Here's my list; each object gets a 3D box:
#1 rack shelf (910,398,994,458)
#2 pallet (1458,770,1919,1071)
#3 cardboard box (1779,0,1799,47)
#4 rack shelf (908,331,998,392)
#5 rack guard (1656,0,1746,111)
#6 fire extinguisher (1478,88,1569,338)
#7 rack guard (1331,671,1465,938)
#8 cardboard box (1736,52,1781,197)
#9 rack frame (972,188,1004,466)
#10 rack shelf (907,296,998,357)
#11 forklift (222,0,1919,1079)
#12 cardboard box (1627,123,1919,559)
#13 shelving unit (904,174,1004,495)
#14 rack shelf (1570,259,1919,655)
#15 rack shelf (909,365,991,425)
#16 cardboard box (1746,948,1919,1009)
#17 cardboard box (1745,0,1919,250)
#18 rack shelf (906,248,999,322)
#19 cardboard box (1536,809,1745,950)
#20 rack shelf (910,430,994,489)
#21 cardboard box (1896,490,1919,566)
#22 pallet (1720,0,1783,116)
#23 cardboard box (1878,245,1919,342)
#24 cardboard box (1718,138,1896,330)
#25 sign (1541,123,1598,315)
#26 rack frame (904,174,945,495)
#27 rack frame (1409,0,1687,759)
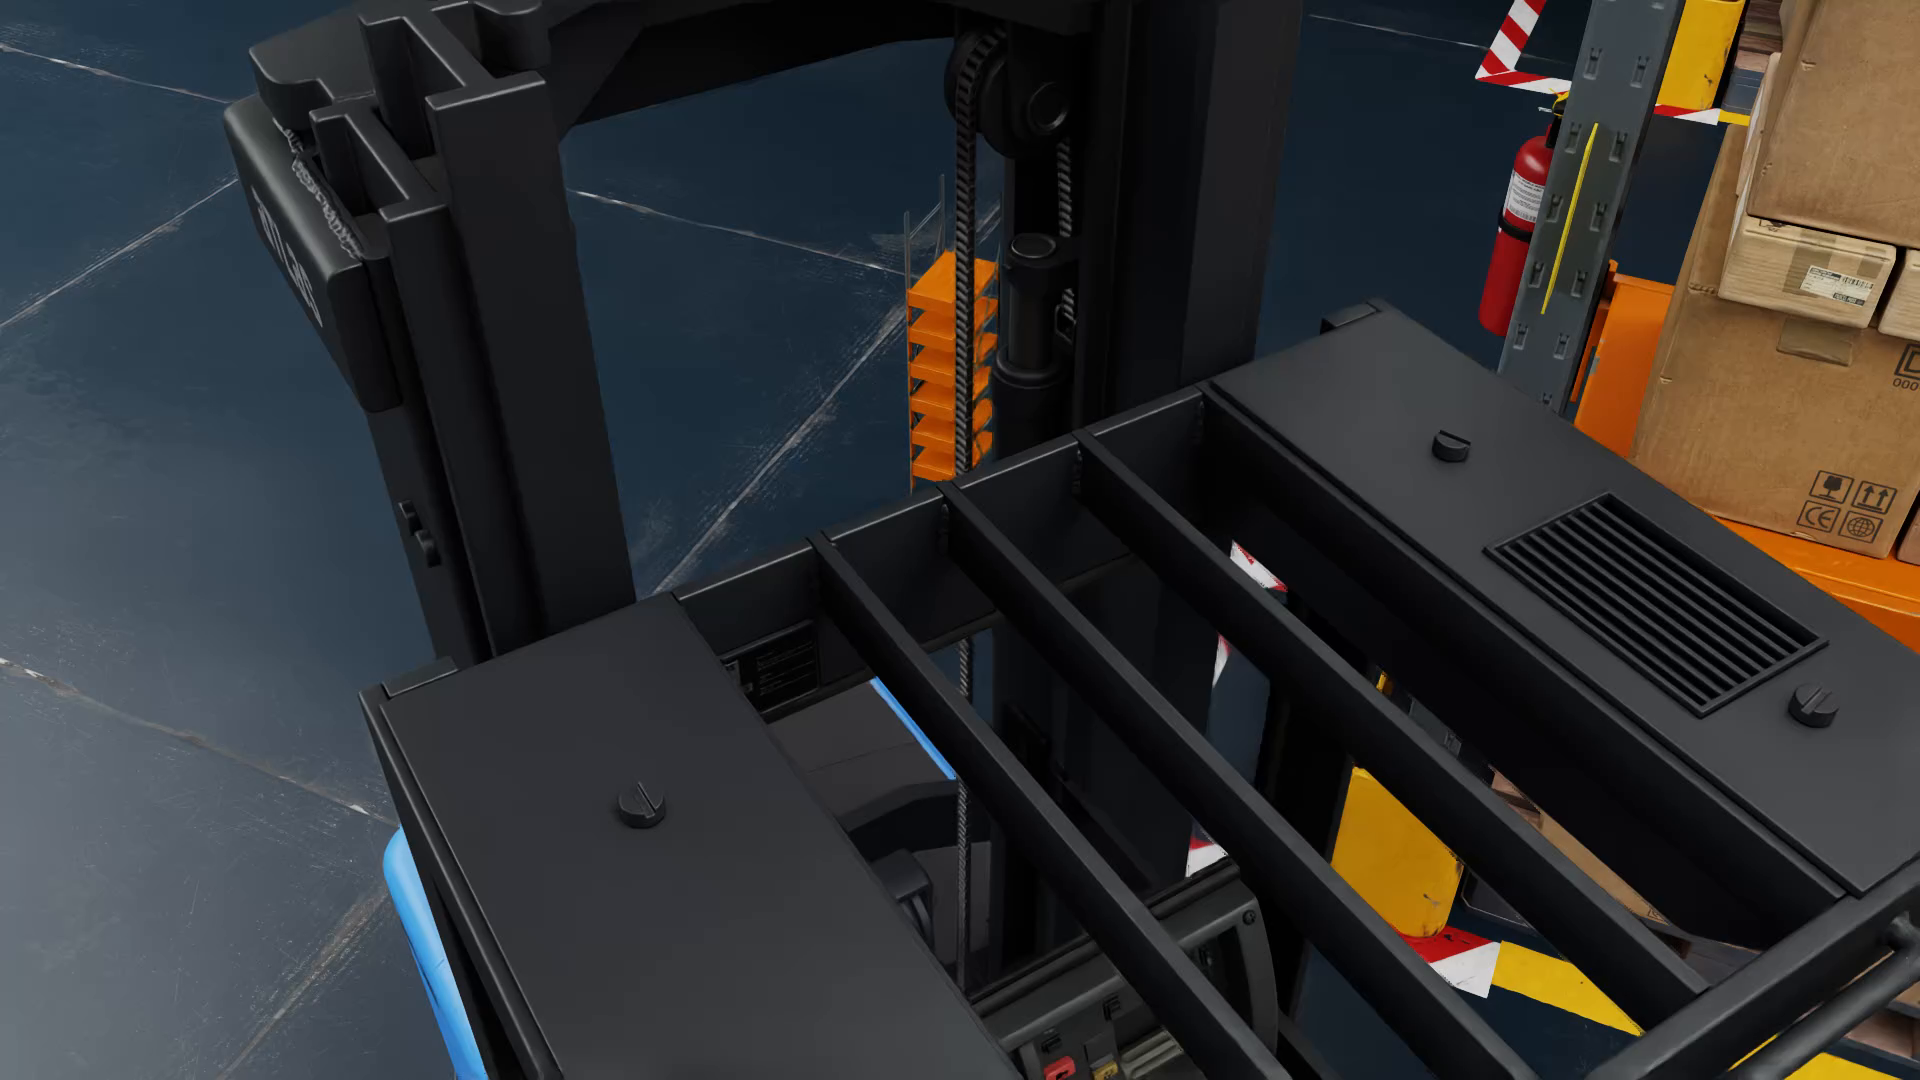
[{"bbox_3d":[-0.013,-0.333,4.969,0.180,0.103,0.258,17,44,19],"label":"rack shelf"},{"bbox_3d":[2.003,0.719,4.259,1.213,0.211,1.003,17,44,19],"label":"pallet"},{"bbox_3d":[3.973,-2.368,7.409,0.500,0.311,0.500,12,42,14],"label":"cardboard box"},{"bbox_3d":[-0.013,-0.514,4.812,0.180,0.103,0.258,17,44,19],"label":"rack shelf"},{"bbox_3d":[3.452,-2.497,7.749,0.348,0.500,1.175,17,44,19],"label":"rack guard"},{"bbox_3d":[1.382,-0.801,3.943,0.183,0.674,0.296,17,44,19],"label":"fire extinguisher"},{"bbox_3d":[1.271,0.416,4.388,0.348,0.500,1.175,17,44,19],"label":"rack guard"},{"bbox_3d":[1.719,-0.812,3.325,0.250,0.149,0.380,16,44,18],"label":"cardboard box"},{"bbox_3d":[0.070,-0.432,4.832,0.006,1.200,0.240,17,44,19],"label":"rack frame"},{"bbox_3d":[-0.013,-0.605,4.734,0.180,0.103,0.258,17,44,19],"label":"rack shelf"},{"bbox_3d":[0.145,0.876,2.001,1.130,2.935,3.031,-22,46,-24],"label":"forklift"},{"bbox_3d":[1.710,-0.423,3.371,0.500,0.500,0.700,17,44,19],"label":"cardboard box"},{"bbox_3d":[-0.013,-0.457,4.862,0.189,1.200,0.258,17,44,19],"label":"shelving unit"},{"bbox_3d":[3.105,0.304,3.158,4.000,0.370,1.077,17,44,19],"label":"rack shelf"},{"bbox_3d":[-0.013,-0.424,4.891,0.180,0.103,0.258,17,44,19],"label":"rack shelf"},{"bbox_3d":[2.139,0.776,3.844,0.500,0.250,0.500,17,44,19],"label":"cardboard box"},{"bbox_3d":[1.758,-0.898,2.929,0.500,0.500,0.700,17,44,19],"label":"cardboard box"},{"bbox_3d":[-0.013,-0.696,4.655,0.180,0.103,0.258,17,44,19],"label":"rack shelf"},{"bbox_3d":[1.684,0.639,4.001,0.500,0.250,0.500,17,44,19],"label":"cardboard box"},{"bbox_3d":[-0.013,-0.242,5.048,0.180,0.103,0.258,17,44,19],"label":"rack shelf"},{"bbox_3d":[2.188,-0.280,3.206,0.500,0.500,0.700,18,44,20],"label":"cardboard box"},{"bbox_3d":[4.174,-2.142,7.560,1.213,0.211,1.003,17,44,19],"label":"pallet"},{"bbox_3d":[1.797,-0.497,2.961,0.250,0.149,0.380,16,43,18],"label":"cardboard box"},{"bbox_3d":[1.557,-0.568,3.044,0.250,0.149,0.380,17,44,18],"label":"cardboard box"},{"bbox_3d":[1.052,-0.551,2.874,0.005,0.325,0.100,17,44,19],"label":"sign"},{"bbox_3d":[-0.096,-0.483,4.891,0.006,1.200,0.240,17,44,19],"label":"rack frame"},{"bbox_3d":[1.292,-0.522,3.562,0.127,3.000,1.000,17,44,19],"label":"rack frame"}]
